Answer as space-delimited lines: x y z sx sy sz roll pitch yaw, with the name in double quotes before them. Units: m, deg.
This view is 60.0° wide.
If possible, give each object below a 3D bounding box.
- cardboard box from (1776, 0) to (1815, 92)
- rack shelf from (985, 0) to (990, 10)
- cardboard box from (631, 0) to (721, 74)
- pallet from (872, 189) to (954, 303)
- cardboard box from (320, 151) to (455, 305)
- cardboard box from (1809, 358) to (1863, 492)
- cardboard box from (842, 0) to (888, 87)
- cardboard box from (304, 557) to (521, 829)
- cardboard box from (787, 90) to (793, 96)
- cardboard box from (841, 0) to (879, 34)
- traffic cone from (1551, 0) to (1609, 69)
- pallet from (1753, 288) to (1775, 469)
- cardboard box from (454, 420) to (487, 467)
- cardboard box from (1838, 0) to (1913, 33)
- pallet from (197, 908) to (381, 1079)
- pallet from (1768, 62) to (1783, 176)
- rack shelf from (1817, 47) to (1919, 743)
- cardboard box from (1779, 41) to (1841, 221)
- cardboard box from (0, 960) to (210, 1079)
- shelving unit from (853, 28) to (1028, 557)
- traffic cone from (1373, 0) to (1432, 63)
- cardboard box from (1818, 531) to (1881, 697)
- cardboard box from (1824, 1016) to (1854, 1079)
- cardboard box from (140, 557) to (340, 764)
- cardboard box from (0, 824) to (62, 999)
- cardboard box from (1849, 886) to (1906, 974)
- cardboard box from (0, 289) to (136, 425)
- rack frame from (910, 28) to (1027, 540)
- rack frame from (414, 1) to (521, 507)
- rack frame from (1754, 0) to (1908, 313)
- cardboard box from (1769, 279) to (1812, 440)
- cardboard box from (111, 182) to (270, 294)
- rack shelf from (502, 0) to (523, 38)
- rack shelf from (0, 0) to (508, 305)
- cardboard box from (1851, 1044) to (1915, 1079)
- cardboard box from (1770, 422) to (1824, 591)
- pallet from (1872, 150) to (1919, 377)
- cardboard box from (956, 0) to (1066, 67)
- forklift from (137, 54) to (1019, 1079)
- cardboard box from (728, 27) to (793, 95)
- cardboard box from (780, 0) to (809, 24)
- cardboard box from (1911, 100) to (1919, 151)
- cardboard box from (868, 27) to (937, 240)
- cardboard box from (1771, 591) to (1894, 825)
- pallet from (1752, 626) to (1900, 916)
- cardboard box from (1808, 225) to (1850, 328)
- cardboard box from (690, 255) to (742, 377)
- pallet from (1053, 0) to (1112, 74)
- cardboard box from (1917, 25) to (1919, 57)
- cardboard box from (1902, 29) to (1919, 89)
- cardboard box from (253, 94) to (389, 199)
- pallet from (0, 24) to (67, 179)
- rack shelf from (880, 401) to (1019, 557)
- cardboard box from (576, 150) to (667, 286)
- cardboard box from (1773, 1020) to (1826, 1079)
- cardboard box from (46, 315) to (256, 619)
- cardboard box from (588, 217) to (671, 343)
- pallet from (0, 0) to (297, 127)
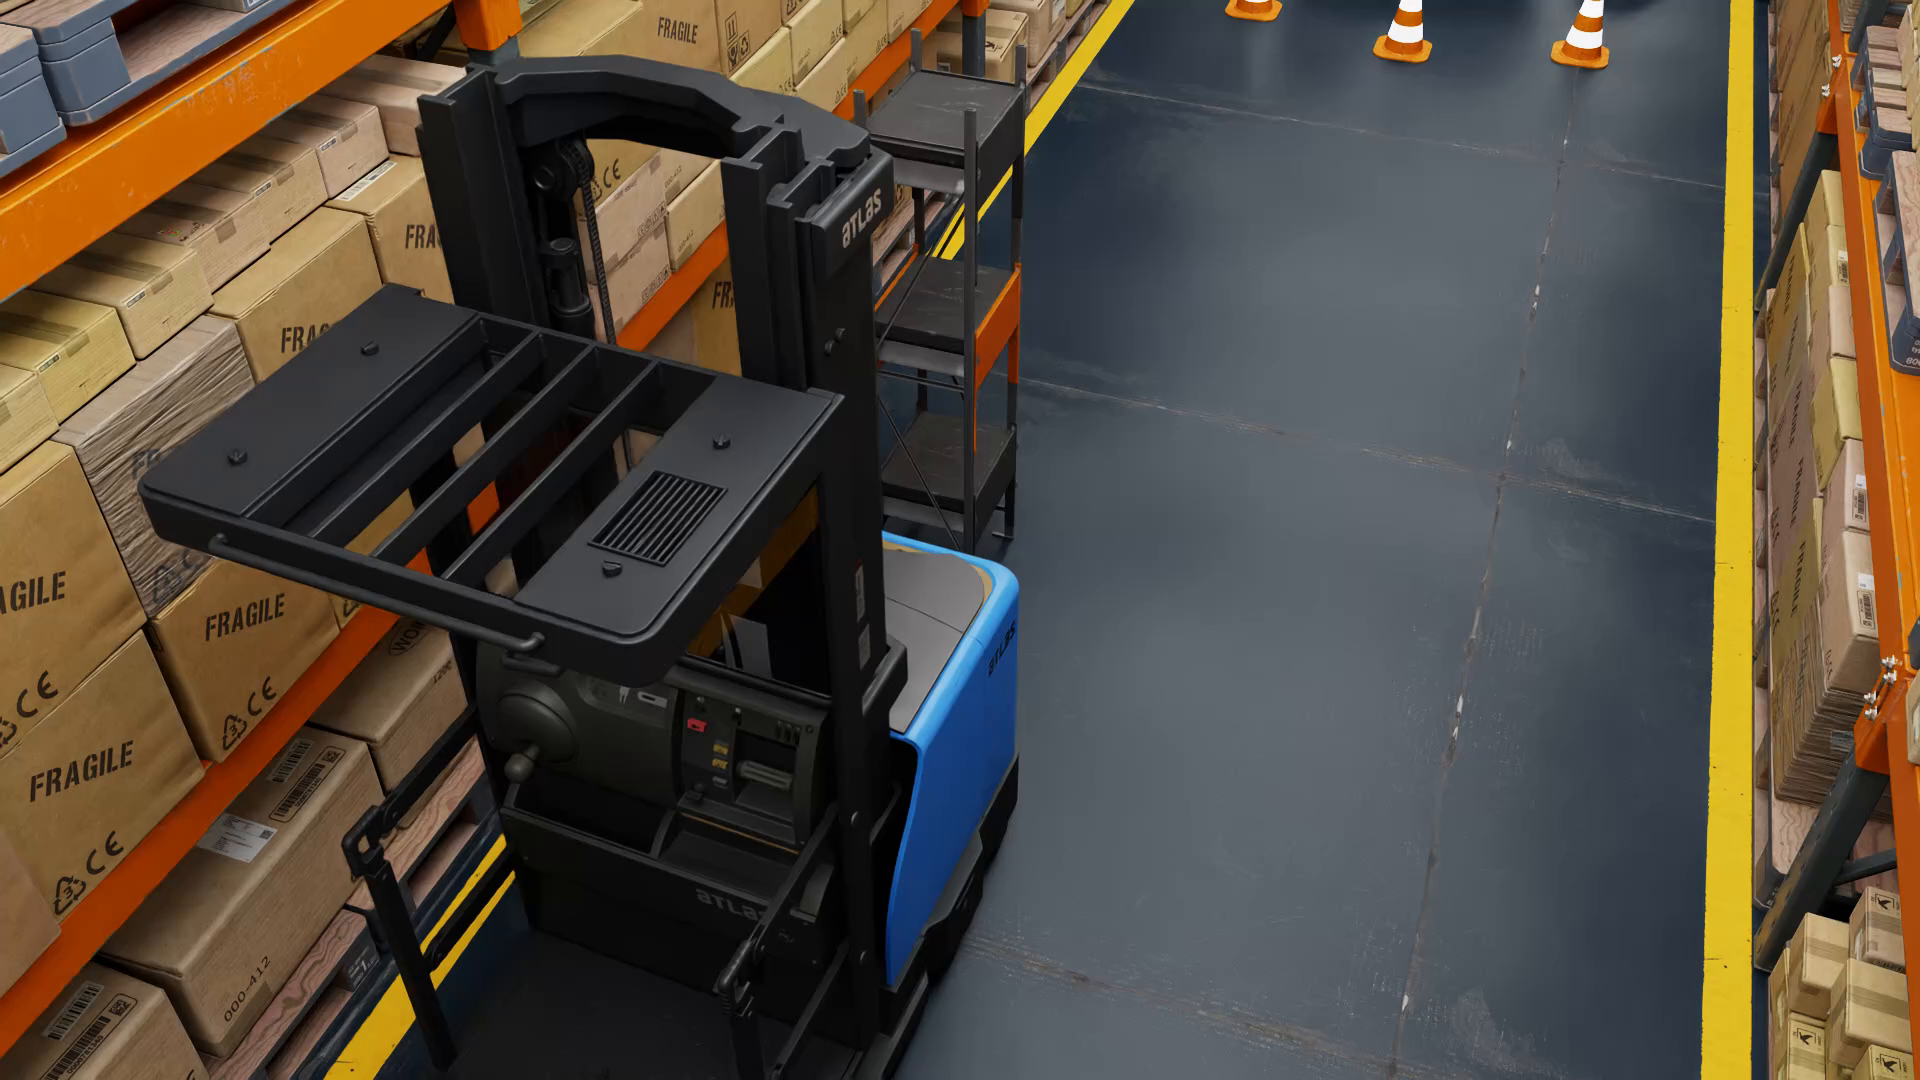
"cardboard box" 5.236 -2.926 9.278 1.050 0.750 0.750 13 42 15
"rack shelf" 0.327 -4.152 9.860 1.077 0.370 4.000 13 42 15
"cardboard box" -1.156 -1.705 5.590 0.500 0.500 0.500 13 42 15
"pallet" -0.697 -1.681 8.557 1.003 0.211 1.213 13 42 15
"cardboard box" -1.627 -0.835 4.571 0.500 0.500 0.500 13 42 15
"cardboard box" 3.334 -0.370 5.897 0.500 0.250 0.500 12 42 13
"cardboard box" -0.633 -2.164 7.091 0.500 0.250 0.500 13 42 15
"cardboard box" -2.040 0.408 5.611 0.875 0.438 0.875 13 42 14
"cardboard box" -0.961 -1.544 6.364 0.500 0.250 0.500 13 42 15
"cardboard box" -0.612 -2.357 6.932 0.500 0.250 0.500 12 42 14
"traffic cone" 3.819 -3.160 10.098 0.336 0.463 0.334 13 42 15
"pallet" 4.061 -0.632 7.328 1.003 0.211 1.213 13 42 15
"cardboard box" -1.643 -0.464 4.906 0.500 0.500 0.500 14 42 15
"cardboard box" 4.231 -2.541 7.340 0.500 0.500 0.500 13 42 15
"pallet" -2.474 1.488 4.843 1.003 0.211 1.213 13 42 15
"pallet" 5.088 -2.314 9.299 1.003 0.211 1.213 13 42 15
"rack shelf" 3.645 -0.675 5.785 1.077 0.370 4.000 13 42 15
"cardboard box" 4.622 -1.824 7.987 1.050 0.750 0.750 13 42 14
"cardboard box" -2.656 1.504 4.327 0.875 0.438 0.875 14 43 16
"shelving unit" -0.057 -0.698 5.950 0.431 2.100 0.503 13 42 15
"traffic cone" 2.743 -3.214 10.161 0.336 0.463 0.334 13 42 15
"cardboard box" 2.978 0.266 5.151 0.500 0.250 0.500 12 42 14
"cardboard box" 2.535 1.407 4.434 0.380 0.149 0.250 14 42 15
"cardboard box" -1.972 0.160 4.174 0.500 0.500 0.500 13 42 14
"cardboard box" -2.321 0.786 3.441 0.500 0.500 0.500 13 42 15
"cardboard box" 2.649 1.134 4.525 0.380 0.149 0.250 15 43 17
"cardboard box" -2.028 -0.407 3.569 0.380 0.149 0.250 12 42 14
"rack frame" 0.027 -0.847 6.125 0.400 2.100 0.015 13 42 15
"rack frame" -1.725 -0.766 5.337 1.000 3.000 0.127 13 42 15
"rack frame" 4.329 -2.169 6.981 1.000 3.000 0.127 13 42 15
"cardboard box" 3.679 -0.695 6.856 0.500 0.500 0.500 14 42 16
"cardboard box" -1.887 -0.728 3.945 0.380 0.149 0.250 13 42 15
"rack shelf" -1.041 -2.853 6.026 1.077 0.370 4.000 13 42 15
"rack shelf" -2.409 -0.414 3.167 1.077 0.370 4.000 13 42 15
"cardboard box" 2.459 1.454 4.150 0.380 0.149 0.250 13 42 14
"cardboard box" 3.333 -0.070 6.123 0.500 0.500 0.500 12 42 14
"pallet" 3.691 -0.879 5.617 1.003 0.211 1.213 13 42 15
"cardboard box" 0.090 -3.160 9.844 0.950 0.372 0.625 13 42 14
"forklift" -0.841 0.546 3.851 1.130 2.935 3.031 15 43 17
"cardboard box" -0.960 -1.731 6.198 0.500 0.250 0.500 14 42 16
"cardboard box" -0.812 -2.327 6.320 0.500 0.500 0.500 13 42 14
"cardboard box" 3.712 -1.512 6.081 0.380 0.149 0.250 15 43 17
"cardboard box" -0.671 -2.154 8.277 0.875 0.875 0.875 13 42 15
"cardboard box" 2.978 0.555 5.391 0.500 0.500 0.500 13 42 14
"pallet" 3.226 0.857 5.583 1.003 0.211 1.213 13 42 15
"cardboard box" 3.693 -0.987 6.620 0.500 0.250 0.500 13 42 15
"cardboard box" -1.286 -1.066 7.002 0.875 0.875 0.875 14 43 16
"pallet" 0.330 -3.363 10.529 1.003 0.211 1.213 13 42 15
"cardboard box" 3.884 -1.930 6.342 0.380 0.149 0.250 15 43 17
"cardboard box" 3.895 -1.841 6.467 0.380 0.149 0.250 15 43 17
"cardboard box" -1.723 -1.036 4.306 0.380 0.149 0.250 14 43 16
"pallet" -2.433 -0.635 2.941 1.003 0.211 1.213 13 42 15
"rack shelf" -0.057 -0.155 6.413 0.431 0.518 0.480 13 42 15
"cardboard box" -1.309 -1.105 5.464 0.500 0.250 0.500 12 42 14
"cardboard box" 2.444 1.509 4.543 0.380 0.149 0.250 14 43 16
"cardboard box" -1.973 -0.215 3.844 0.500 0.500 0.500 14 42 16
"cardboard box" -1.326 -0.919 5.631 0.500 0.250 0.500 12 42 14
"pallet" -2.014 -1.377 3.810 1.003 0.211 1.213 13 42 15
